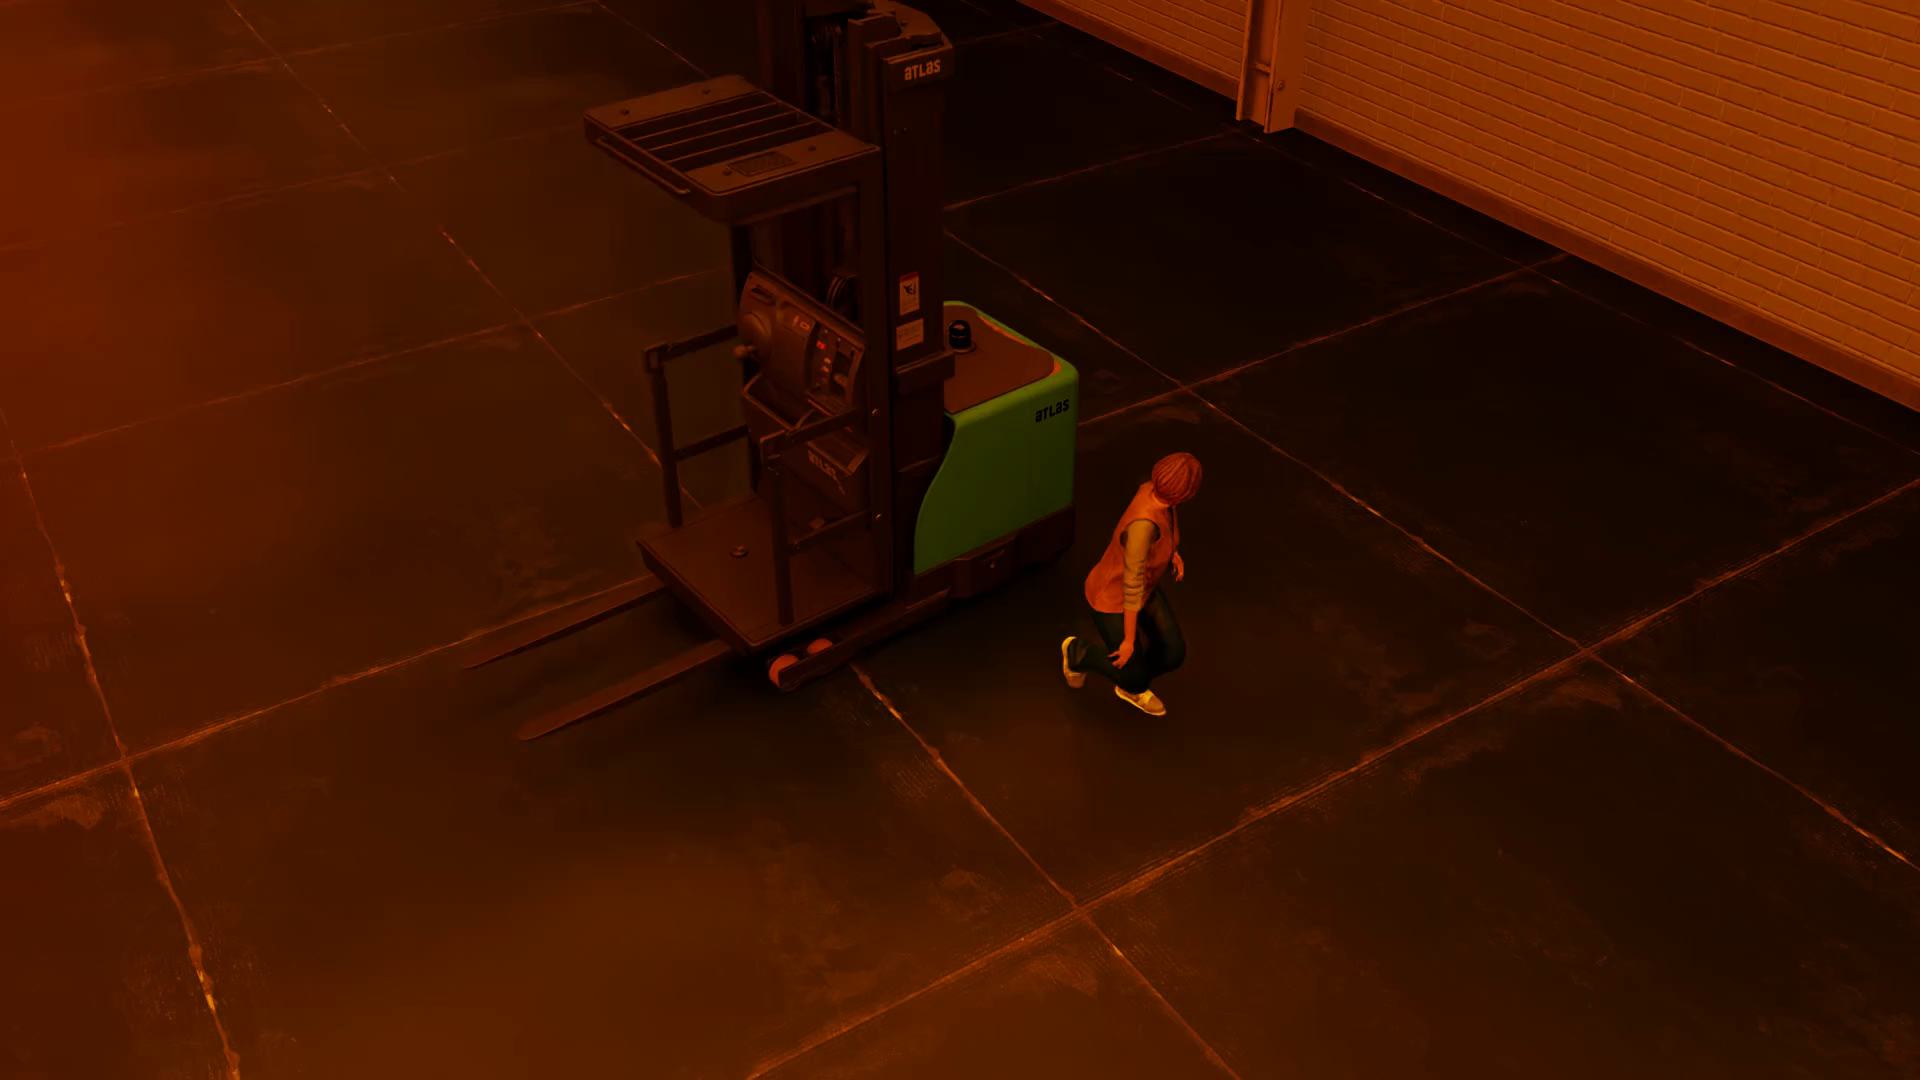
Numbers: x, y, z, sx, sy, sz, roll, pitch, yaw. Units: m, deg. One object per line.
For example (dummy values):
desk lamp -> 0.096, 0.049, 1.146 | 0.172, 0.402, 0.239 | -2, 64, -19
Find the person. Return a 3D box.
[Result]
person -> 0.723, 0.203, 7.225 | 0.587, 1.394, 0.692 | 24, 42, 30

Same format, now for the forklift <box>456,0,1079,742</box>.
forklift -> -0.882, -0.846, 7.352 | 3.031, 2.935, 1.130 | -24, 42, -30
